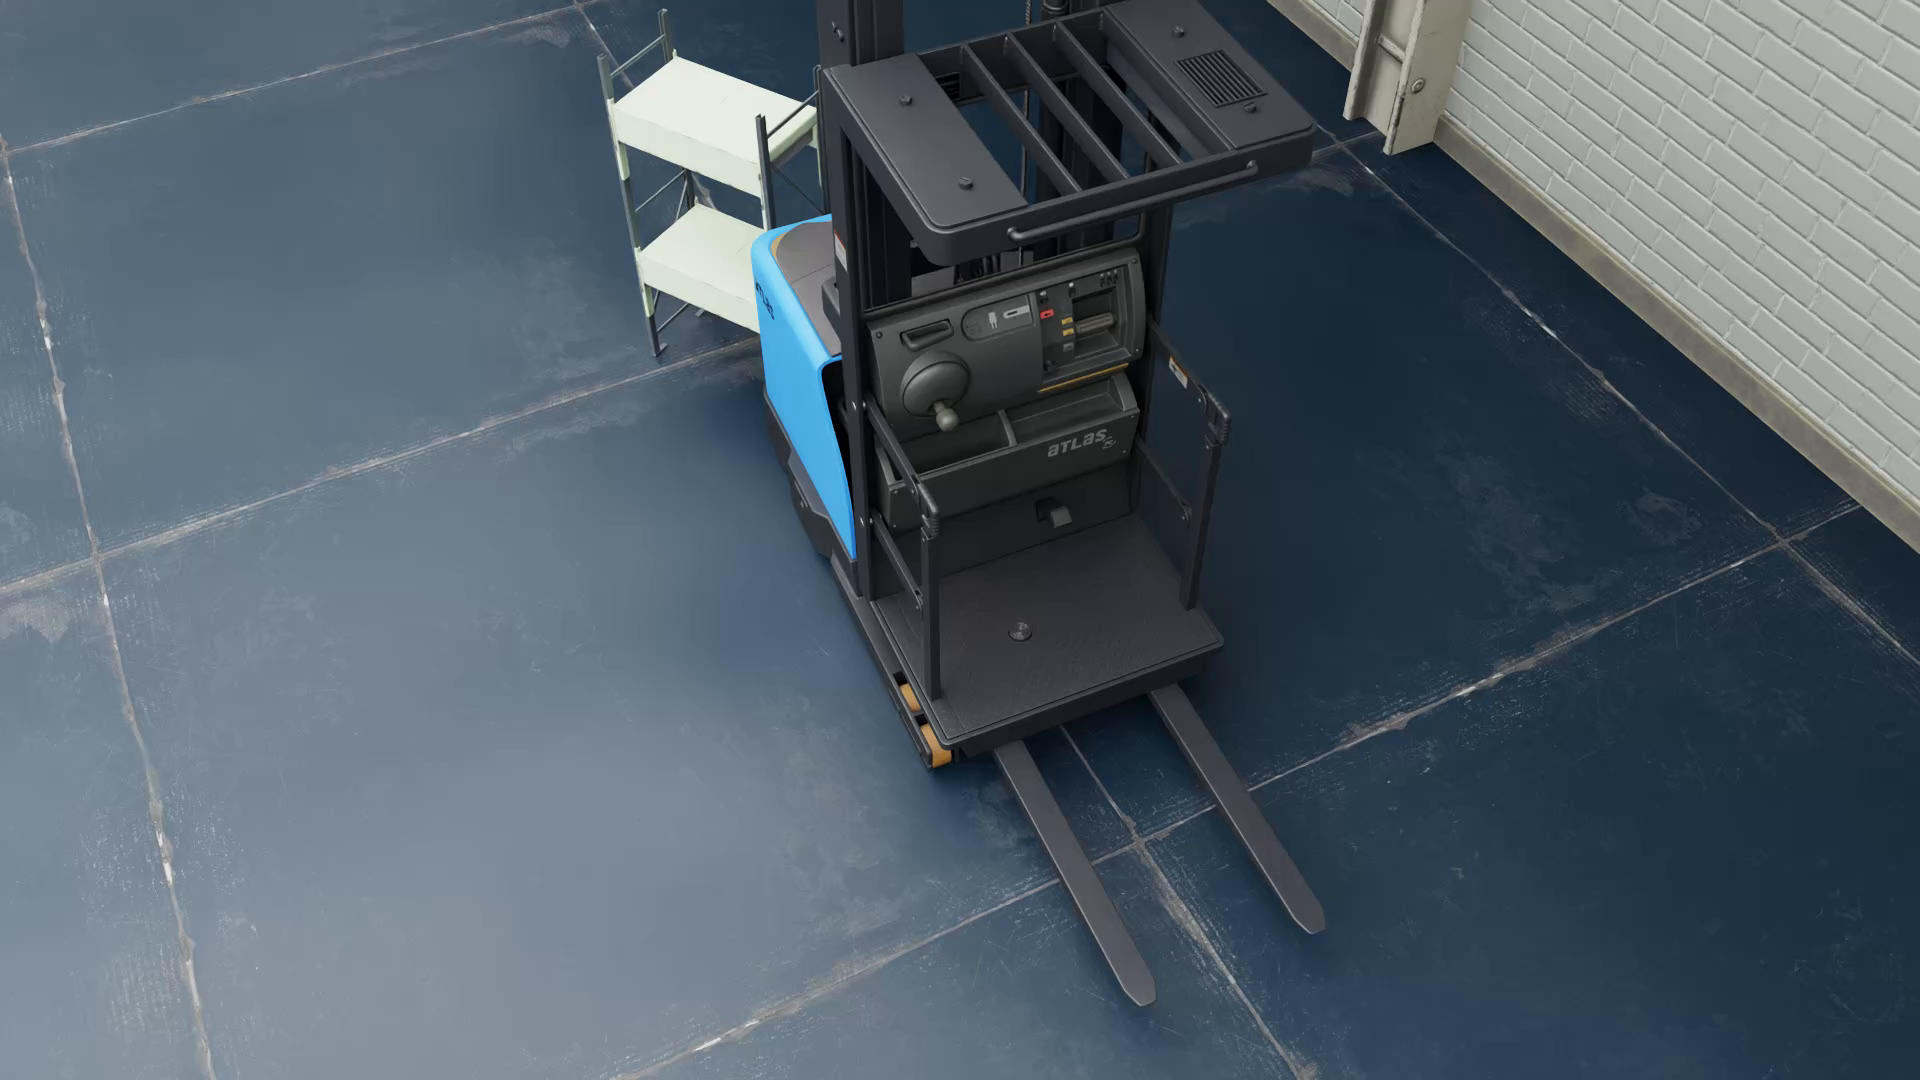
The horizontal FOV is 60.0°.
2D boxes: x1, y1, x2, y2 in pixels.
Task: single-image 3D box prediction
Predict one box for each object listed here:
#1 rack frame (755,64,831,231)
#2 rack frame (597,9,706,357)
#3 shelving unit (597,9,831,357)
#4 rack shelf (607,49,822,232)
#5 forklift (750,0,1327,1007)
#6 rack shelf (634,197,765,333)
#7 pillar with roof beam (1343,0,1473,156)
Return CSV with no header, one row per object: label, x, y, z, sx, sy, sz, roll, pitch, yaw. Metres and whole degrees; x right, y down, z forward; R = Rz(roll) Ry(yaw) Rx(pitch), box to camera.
rack frame,-0.625,-1.147,6.649,0.023,1.500,0.400,25,53,20
rack frame,-1.248,-1.436,6.902,0.023,1.500,0.400,25,53,20
shelving unit,-0.936,-1.292,6.775,0.755,1.500,0.431,25,53,20
rack shelf,-0.936,-1.549,6.482,0.720,0.370,0.431,25,53,20
forklift,0.252,-0.531,5.160,1.130,2.935,3.031,-18,51,-15
rack shelf,-0.937,-1.076,7.020,0.720,0.370,0.431,25,53,20
pillar with roof beam,-1.635,-3.588,3.803,9.100,9.000,0.400,-21,52,-18
